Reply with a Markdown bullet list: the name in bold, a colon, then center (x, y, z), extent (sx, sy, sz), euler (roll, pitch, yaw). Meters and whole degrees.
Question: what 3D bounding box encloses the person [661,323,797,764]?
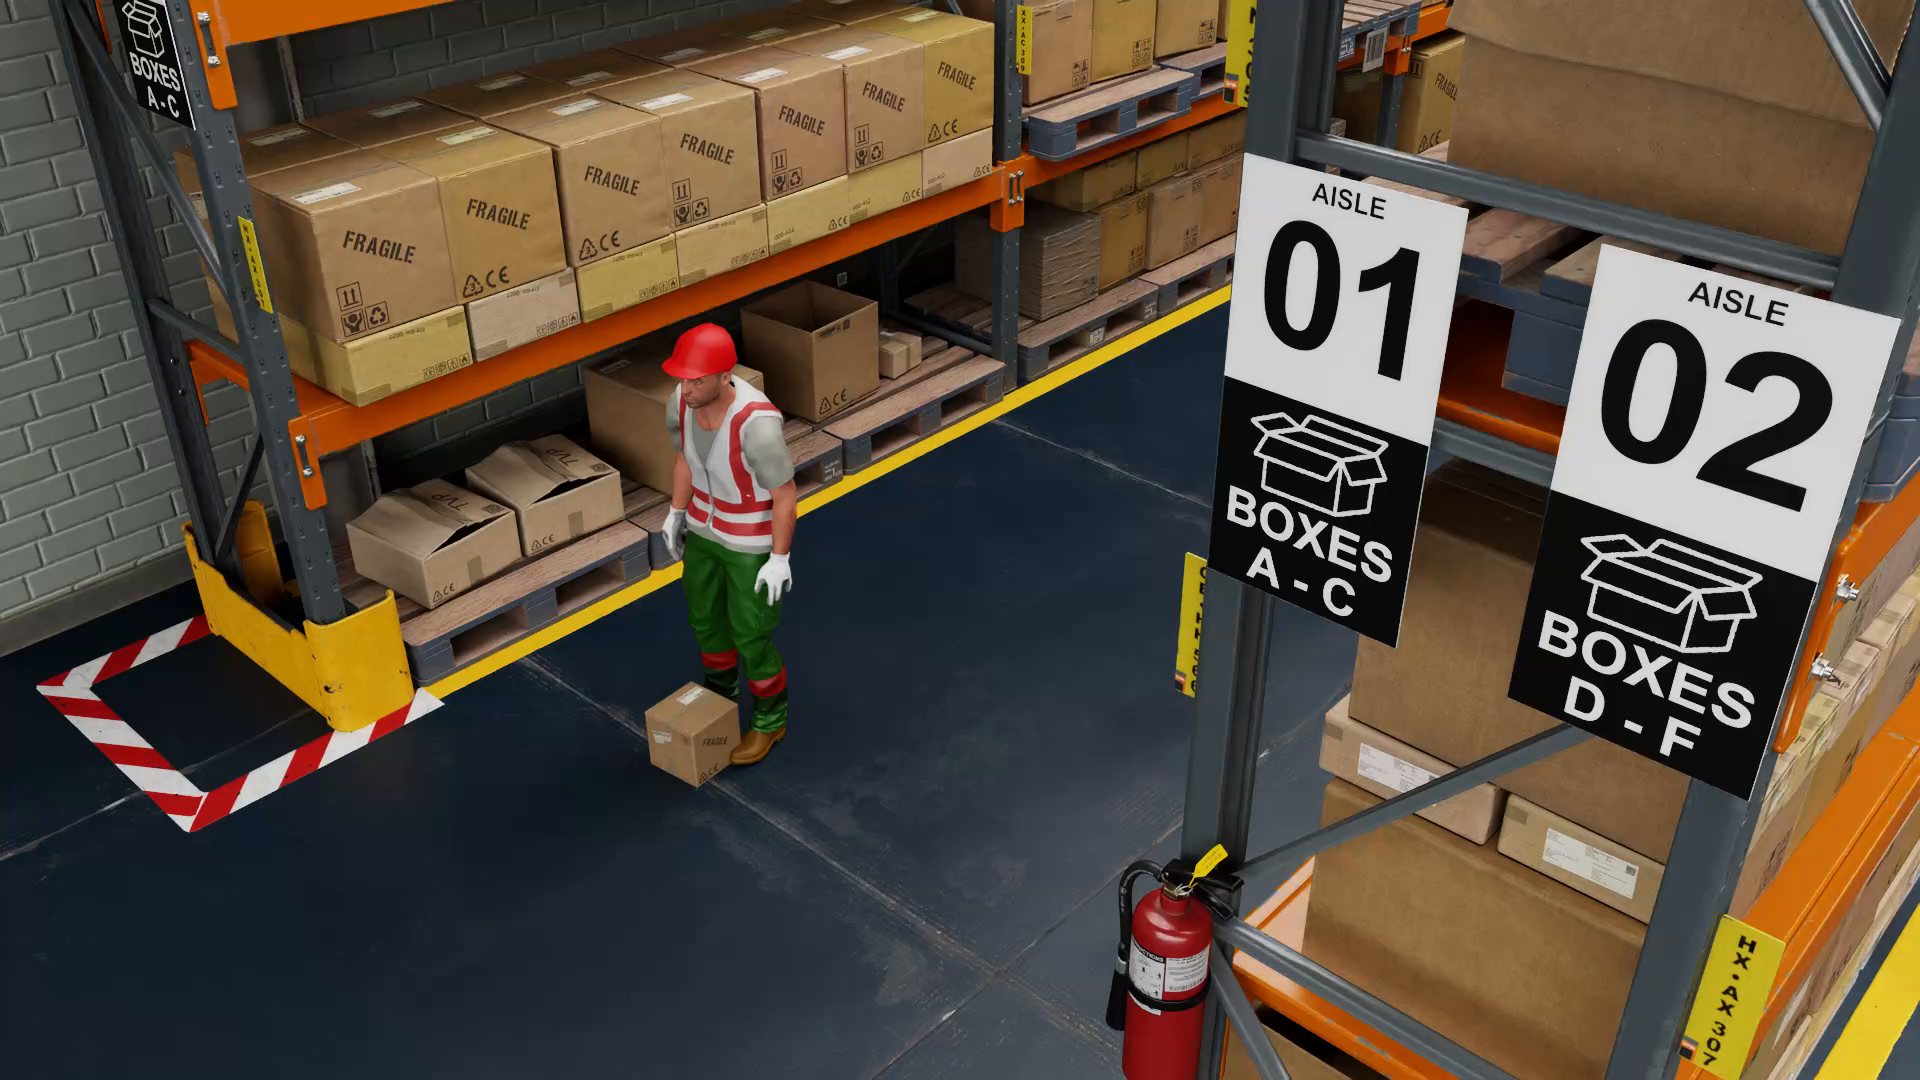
- **person**: center (-0.854, 0.008, 6.107), extent (0.613, 1.778, 0.452), euler (22, 38, 32)
